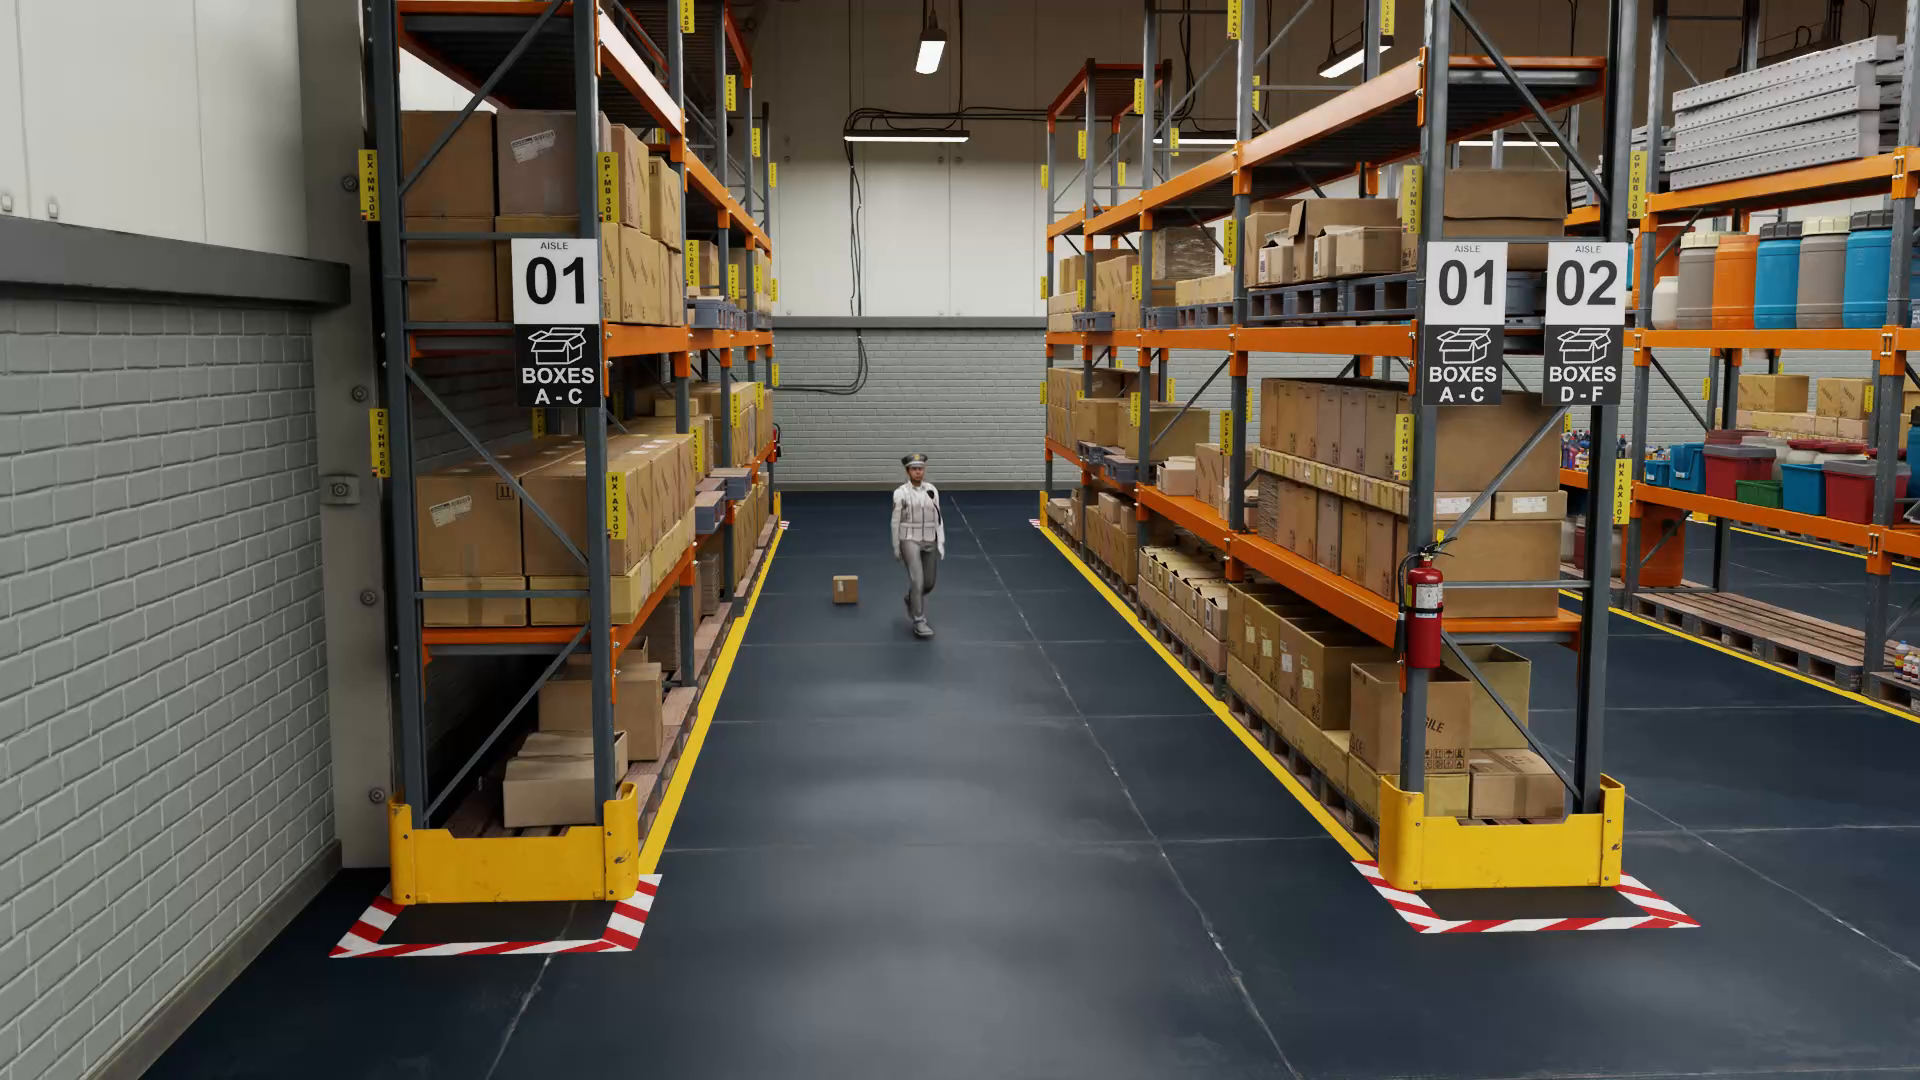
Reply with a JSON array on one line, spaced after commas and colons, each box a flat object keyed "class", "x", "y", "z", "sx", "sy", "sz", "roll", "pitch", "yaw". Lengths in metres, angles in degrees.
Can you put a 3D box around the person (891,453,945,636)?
[{"class": "person", "x": -0.403, "y": 0.013, "z": 15.409, "sx": 0.476, "sy": 1.651, "sz": 0.855, "roll": -3, "pitch": 8, "yaw": -26}]
